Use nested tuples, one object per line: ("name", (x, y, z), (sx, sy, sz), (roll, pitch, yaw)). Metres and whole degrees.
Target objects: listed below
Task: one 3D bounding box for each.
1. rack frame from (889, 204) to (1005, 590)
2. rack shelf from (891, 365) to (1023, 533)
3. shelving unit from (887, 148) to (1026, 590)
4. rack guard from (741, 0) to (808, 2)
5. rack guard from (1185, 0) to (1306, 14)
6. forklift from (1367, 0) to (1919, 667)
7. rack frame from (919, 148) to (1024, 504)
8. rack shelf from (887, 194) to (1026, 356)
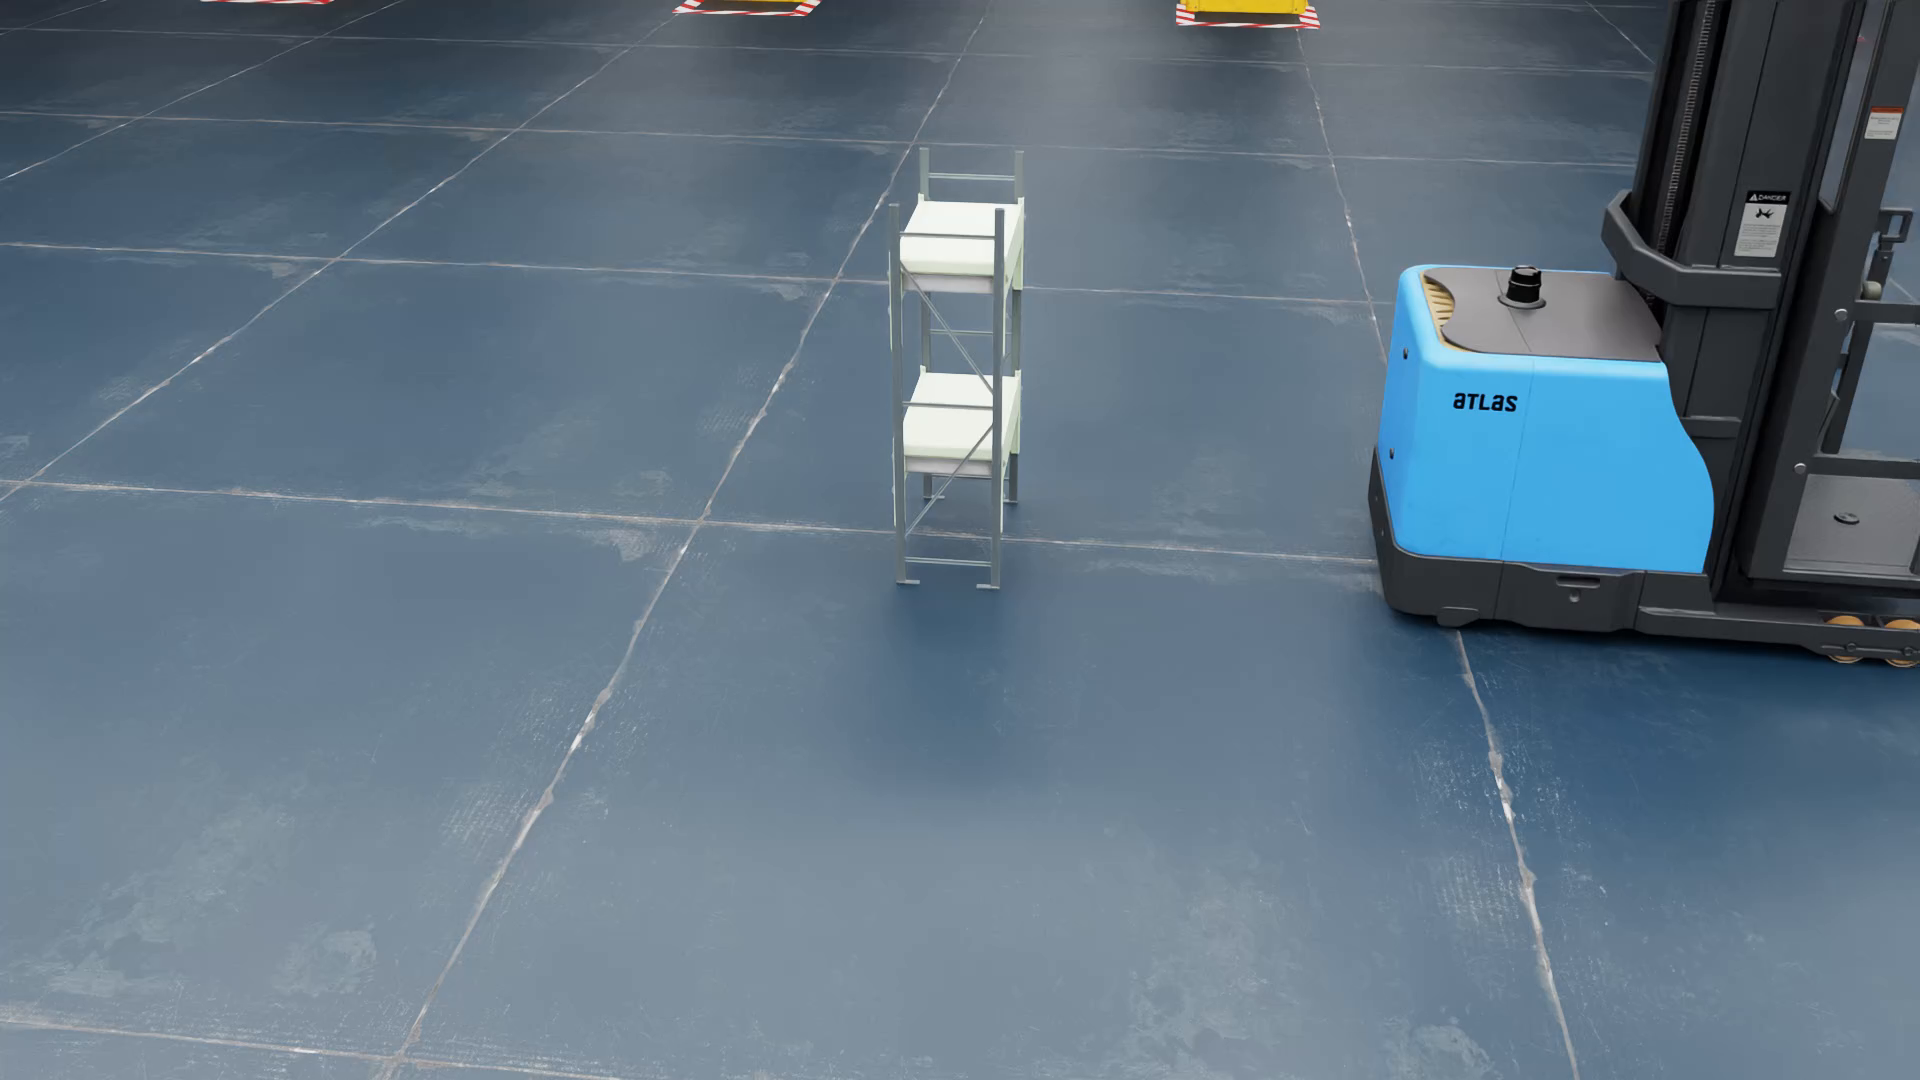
("rack frame", (-0.046, -0.485, 6.069), (0.400, 1.500, 0.023), (3, 28, 6))
("rack shelf", (-0.001, -0.370, 6.543), (0.431, 0.370, 0.720), (3, 28, 6))
("shelving unit", (-0.001, -0.657, 6.388), (0.431, 1.500, 0.755), (3, 28, 6))
("rack guard", (-2.126, -5.796, 16.981), (1.175, 0.500, 0.348), (3, 28, 6))
("rack guard", (2.836, -5.505, 16.442), (1.175, 0.500, 0.348), (3, 28, 6))
("forklift", (3.140, -1.108, 5.717), (3.031, 2.935, 1.130), (4, 29, 7))
("rack frame", (0.044, -0.829, 6.708), (0.400, 1.500, 0.023), (3, 28, 6))
("rack shelf", (-0.001, -1.001, 6.203), (0.431, 0.370, 0.720), (3, 28, 6))
